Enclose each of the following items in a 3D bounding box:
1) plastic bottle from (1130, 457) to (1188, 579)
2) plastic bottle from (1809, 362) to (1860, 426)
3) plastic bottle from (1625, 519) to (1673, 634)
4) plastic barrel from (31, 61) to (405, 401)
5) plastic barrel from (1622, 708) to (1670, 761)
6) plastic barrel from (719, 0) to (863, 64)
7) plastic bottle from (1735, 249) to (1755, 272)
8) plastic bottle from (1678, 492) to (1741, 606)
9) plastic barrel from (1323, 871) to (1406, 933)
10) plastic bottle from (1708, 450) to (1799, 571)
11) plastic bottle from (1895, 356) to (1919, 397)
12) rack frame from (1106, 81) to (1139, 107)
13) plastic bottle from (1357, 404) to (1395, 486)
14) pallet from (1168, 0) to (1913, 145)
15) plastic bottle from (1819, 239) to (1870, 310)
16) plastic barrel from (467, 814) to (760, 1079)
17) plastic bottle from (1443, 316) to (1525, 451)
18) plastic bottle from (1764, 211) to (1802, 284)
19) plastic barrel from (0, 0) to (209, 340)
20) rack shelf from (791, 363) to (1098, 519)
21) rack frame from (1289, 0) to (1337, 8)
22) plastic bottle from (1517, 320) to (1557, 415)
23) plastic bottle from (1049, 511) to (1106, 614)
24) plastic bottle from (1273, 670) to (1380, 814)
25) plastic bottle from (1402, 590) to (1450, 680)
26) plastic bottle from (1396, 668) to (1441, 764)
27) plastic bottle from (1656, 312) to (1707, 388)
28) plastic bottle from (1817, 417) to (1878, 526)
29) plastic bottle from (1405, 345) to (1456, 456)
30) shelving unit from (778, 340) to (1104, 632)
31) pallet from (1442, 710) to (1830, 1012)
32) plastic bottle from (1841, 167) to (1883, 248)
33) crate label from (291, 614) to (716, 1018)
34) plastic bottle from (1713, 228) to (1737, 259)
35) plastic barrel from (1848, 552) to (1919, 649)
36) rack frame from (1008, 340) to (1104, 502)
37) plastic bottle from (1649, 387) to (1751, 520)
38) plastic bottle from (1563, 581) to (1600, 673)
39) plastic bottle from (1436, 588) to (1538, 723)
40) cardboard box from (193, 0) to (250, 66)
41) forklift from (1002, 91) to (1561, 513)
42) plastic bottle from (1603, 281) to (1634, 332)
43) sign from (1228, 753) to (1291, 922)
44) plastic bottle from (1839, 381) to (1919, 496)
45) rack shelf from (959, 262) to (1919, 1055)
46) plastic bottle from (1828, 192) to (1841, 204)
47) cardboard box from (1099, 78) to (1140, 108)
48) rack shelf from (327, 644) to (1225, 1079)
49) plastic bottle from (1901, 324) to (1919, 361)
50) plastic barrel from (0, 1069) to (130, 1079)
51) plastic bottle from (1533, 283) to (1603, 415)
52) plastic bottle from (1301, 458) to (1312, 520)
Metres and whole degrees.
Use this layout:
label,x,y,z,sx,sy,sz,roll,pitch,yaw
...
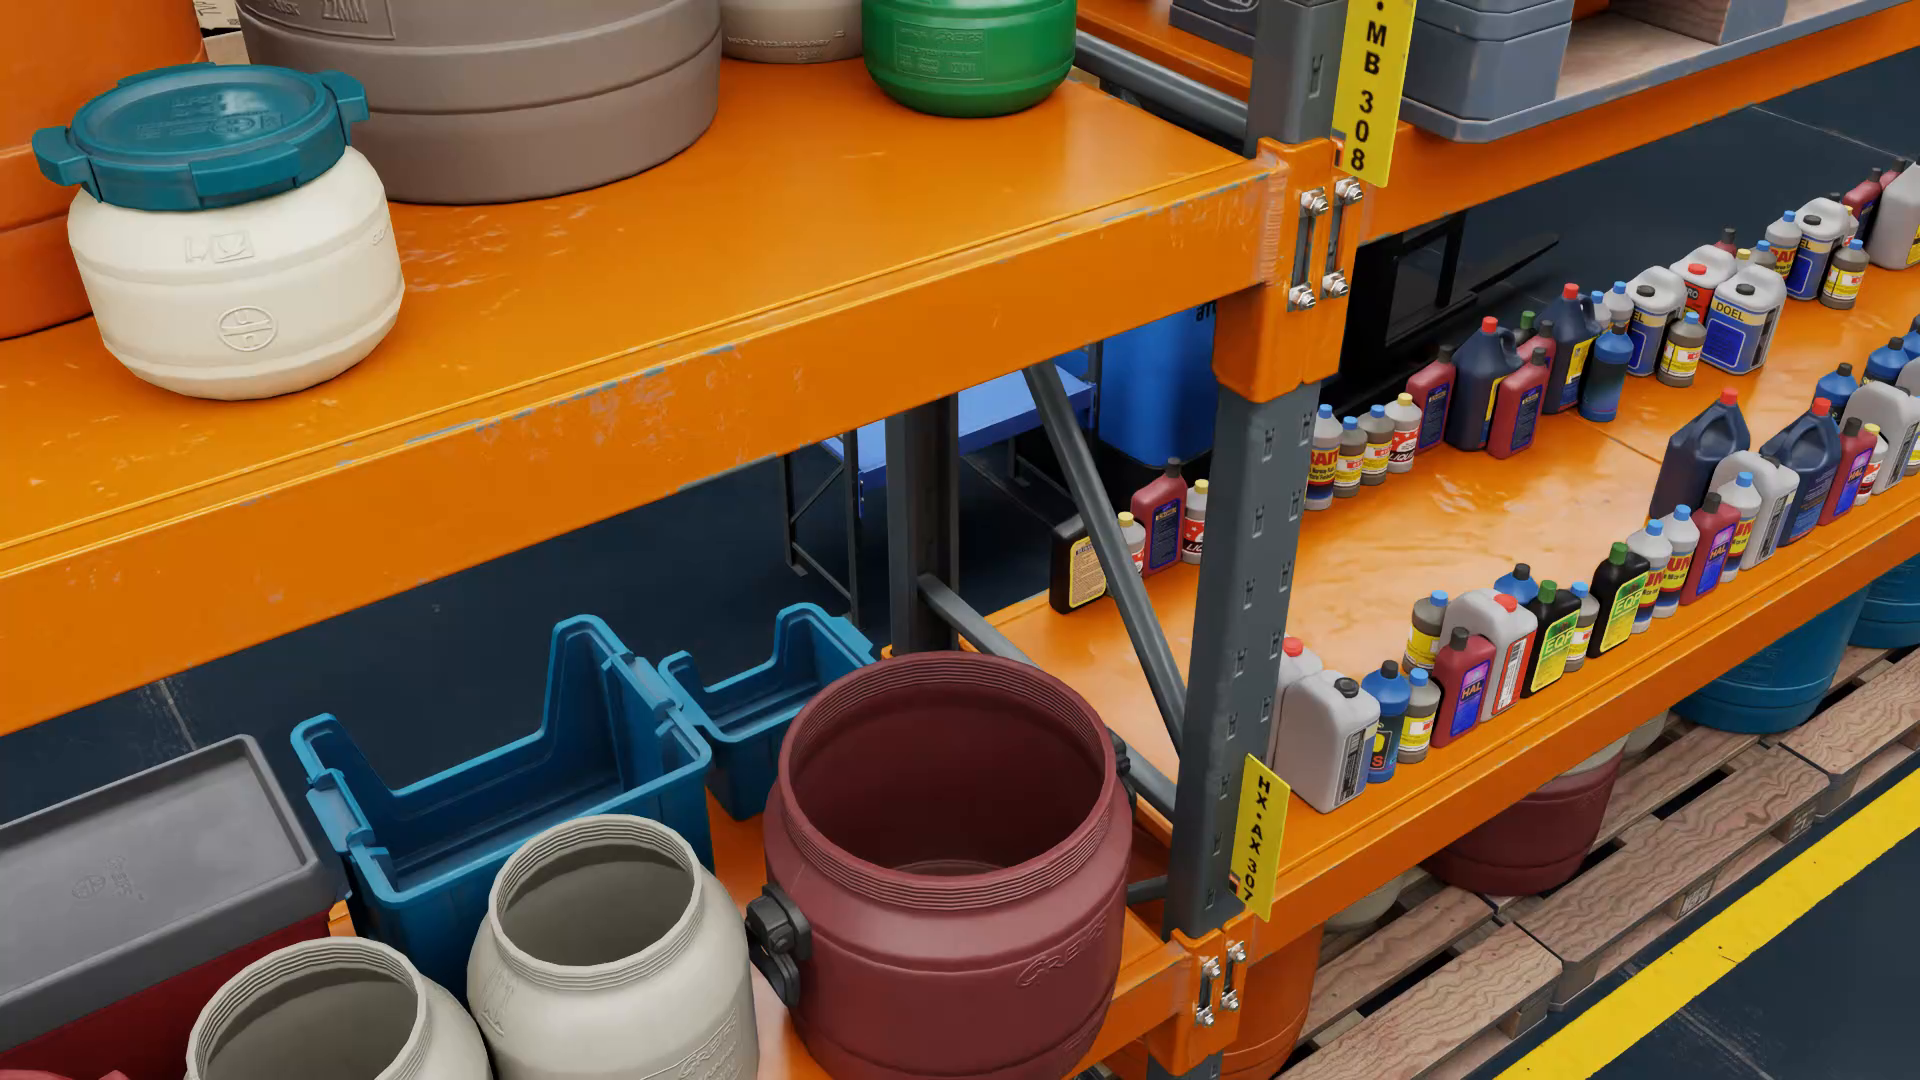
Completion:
label,x,y,z,sx,sy,sz,roll,pitch,yaw
plastic bottle,0.458,-0.053,3.855,0.133,0.283,0.061,-22,41,-28
plastic bottle,2.221,-0.327,4.246,0.097,0.271,0.097,0,36,0
plastic bottle,1.511,0.073,3.689,0.097,0.271,0.097,0,36,0
plastic barrel,-0.720,-0.306,1.656,0.301,0.262,0.301,0,36,0
plastic barrel,1.908,0.371,4.936,0.421,0.512,0.421,0,36,0
plastic barrel,-0.246,-0.988,2.390,0.421,0.512,0.421,0,36,0
plastic bottle,2.288,-0.760,4.908,0.097,0.201,0.097,0,36,0
plastic bottle,1.695,0.006,3.773,0.133,0.283,0.061,-22,41,-28
plastic barrel,0.985,0.751,4.408,0.421,0.512,0.421,0,36,0
plastic bottle,1.858,-0.091,3.914,0.135,0.276,0.152,-22,41,-28
plastic bottle,2.497,-0.354,4.279,0.135,0.276,0.152,-22,41,-28
rack frame,0.604,-3.394,8.400,0.127,3.000,1.000,-22,41,-28
plastic bottle,1.040,-0.247,4.194,0.097,0.201,0.097,0,36,0
pallet,0.866,-1.035,2.713,1.213,0.211,1.003,-22,41,-28
plastic bottle,2.644,-0.798,4.961,0.097,0.201,0.097,0,36,0
plastic barrel,-0.533,0.719,2.585,0.421,0.512,0.421,0,36,0
plastic bottle,1.358,-0.421,4.309,0.185,0.351,0.144,-22,41,-28
plastic bottle,2.447,-0.854,4.978,0.097,0.271,0.097,0,36,0
plastic barrel,-1.146,-0.683,1.694,0.708,0.830,0.600,-22,41,-28
rack shelf,-0.070,-0.434,5.877,1.000,0.185,0.538,-22,41,-28
rack frame,0.185,-2.119,1.489,0.127,3.000,1.000,-22,41,-28
plastic bottle,1.499,-0.438,4.390,0.133,0.283,0.061,-22,41,-28
plastic bottle,0.269,0.024,3.747,0.133,0.283,0.061,-22,41,-28
plastic bottle,0.724,0.376,3.265,0.135,0.276,0.152,-22,41,-28
plastic bottle,1.016,0.197,3.577,0.097,0.201,0.097,0,36,0
plastic bottle,0.915,0.347,3.368,0.097,0.201,0.097,0,36,0
plastic bottle,1.997,-0.532,4.590,0.097,0.201,0.097,0,36,0
plastic bottle,2.145,-0.179,4.030,0.133,0.283,0.061,-22,41,-28
plastic bottle,1.204,-0.360,4.282,0.133,0.283,0.061,-22,41,-28
shelving unit,-0.070,-0.580,5.772,1.048,1.500,0.538,-22,41,-28
pallet,1.801,0.756,5.019,1.213,0.211,1.003,-22,41,-28
plastic bottle,2.800,-1.017,5.195,0.133,0.283,0.061,-22,41,-28
crate label,-0.783,0.507,2.945,0.616,0.435,0.502,-22,41,-28
plastic bottle,2.183,-0.763,4.842,0.133,0.283,0.061,-22,41,-28
plastic barrel,3.000,-0.173,5.358,0.708,0.901,0.600,-22,41,-28
rack frame,0.346,-0.751,6.010,0.032,1.500,0.500,-22,41,-28
plastic bottle,1.793,-0.200,4.002,0.185,0.351,0.144,-22,41,-28
plastic bottle,1.322,0.180,3.602,0.097,0.201,0.097,0,36,0
plastic bottle,1.103,0.220,3.481,0.135,0.276,0.152,-22,41,-28
cardboard box,-2.988,-1.911,6.415,0.500,0.311,0.500,-20,40,-25
forklift,1.500,-1.991,6.509,3.031,2.935,1.130,-28,44,-33
plastic bottle,1.799,-0.587,4.608,0.097,0.271,0.097,0,36,0
sign,0.507,0.511,2.831,0.005,0.325,0.100,-22,41,-28
plastic bottle,2.308,-0.276,4.171,0.135,0.276,0.152,-22,41,-28
rack shelf,1.819,-0.064,4.386,4.000,0.370,1.077,-22,41,-28
plastic bottle,2.636,-0.932,5.087,0.097,0.271,0.097,0,36,0
cardboard box,1.071,-2.519,9.110,0.500,0.311,0.500,-22,41,-28
rack shelf,-1.450,1.281,2.516,4.000,0.370,1.077,-22,41,-28
plastic bottle,2.520,-0.451,4.418,0.097,0.271,0.097,0,36,0
plastic barrel,-1.223,0.997,2.178,0.433,0.535,0.433,0,36,0
plastic bottle,1.618,-0.528,4.458,0.185,0.351,0.144,-22,41,-28
plastic bottle,0.802,-0.148,4.057,0.097,0.201,0.097,0,36,0
